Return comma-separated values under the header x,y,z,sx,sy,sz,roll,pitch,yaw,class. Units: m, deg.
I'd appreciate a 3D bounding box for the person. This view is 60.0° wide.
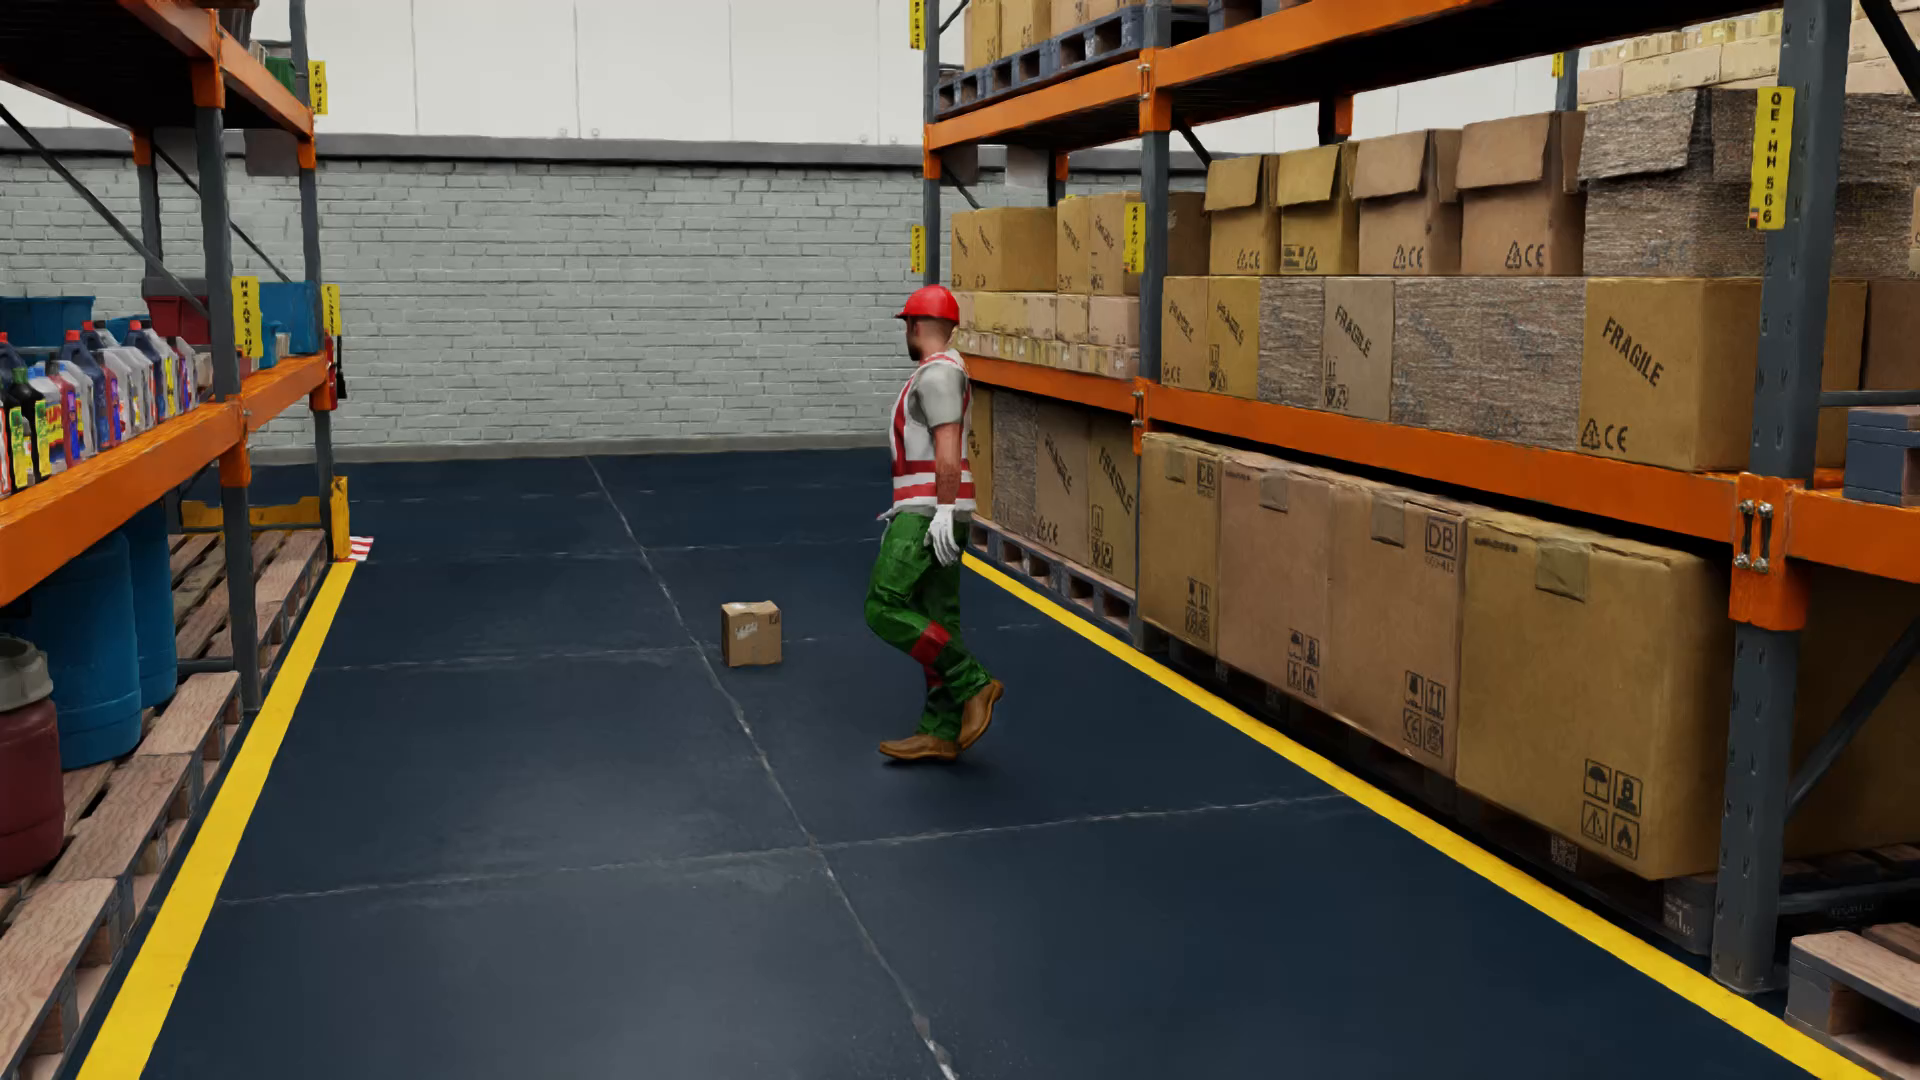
x,y,z,sx,sy,sz,roll,pitch,yaw,class
-0.091,-0.065,6.234,0.519,1.757,0.729,0,9,2,person
